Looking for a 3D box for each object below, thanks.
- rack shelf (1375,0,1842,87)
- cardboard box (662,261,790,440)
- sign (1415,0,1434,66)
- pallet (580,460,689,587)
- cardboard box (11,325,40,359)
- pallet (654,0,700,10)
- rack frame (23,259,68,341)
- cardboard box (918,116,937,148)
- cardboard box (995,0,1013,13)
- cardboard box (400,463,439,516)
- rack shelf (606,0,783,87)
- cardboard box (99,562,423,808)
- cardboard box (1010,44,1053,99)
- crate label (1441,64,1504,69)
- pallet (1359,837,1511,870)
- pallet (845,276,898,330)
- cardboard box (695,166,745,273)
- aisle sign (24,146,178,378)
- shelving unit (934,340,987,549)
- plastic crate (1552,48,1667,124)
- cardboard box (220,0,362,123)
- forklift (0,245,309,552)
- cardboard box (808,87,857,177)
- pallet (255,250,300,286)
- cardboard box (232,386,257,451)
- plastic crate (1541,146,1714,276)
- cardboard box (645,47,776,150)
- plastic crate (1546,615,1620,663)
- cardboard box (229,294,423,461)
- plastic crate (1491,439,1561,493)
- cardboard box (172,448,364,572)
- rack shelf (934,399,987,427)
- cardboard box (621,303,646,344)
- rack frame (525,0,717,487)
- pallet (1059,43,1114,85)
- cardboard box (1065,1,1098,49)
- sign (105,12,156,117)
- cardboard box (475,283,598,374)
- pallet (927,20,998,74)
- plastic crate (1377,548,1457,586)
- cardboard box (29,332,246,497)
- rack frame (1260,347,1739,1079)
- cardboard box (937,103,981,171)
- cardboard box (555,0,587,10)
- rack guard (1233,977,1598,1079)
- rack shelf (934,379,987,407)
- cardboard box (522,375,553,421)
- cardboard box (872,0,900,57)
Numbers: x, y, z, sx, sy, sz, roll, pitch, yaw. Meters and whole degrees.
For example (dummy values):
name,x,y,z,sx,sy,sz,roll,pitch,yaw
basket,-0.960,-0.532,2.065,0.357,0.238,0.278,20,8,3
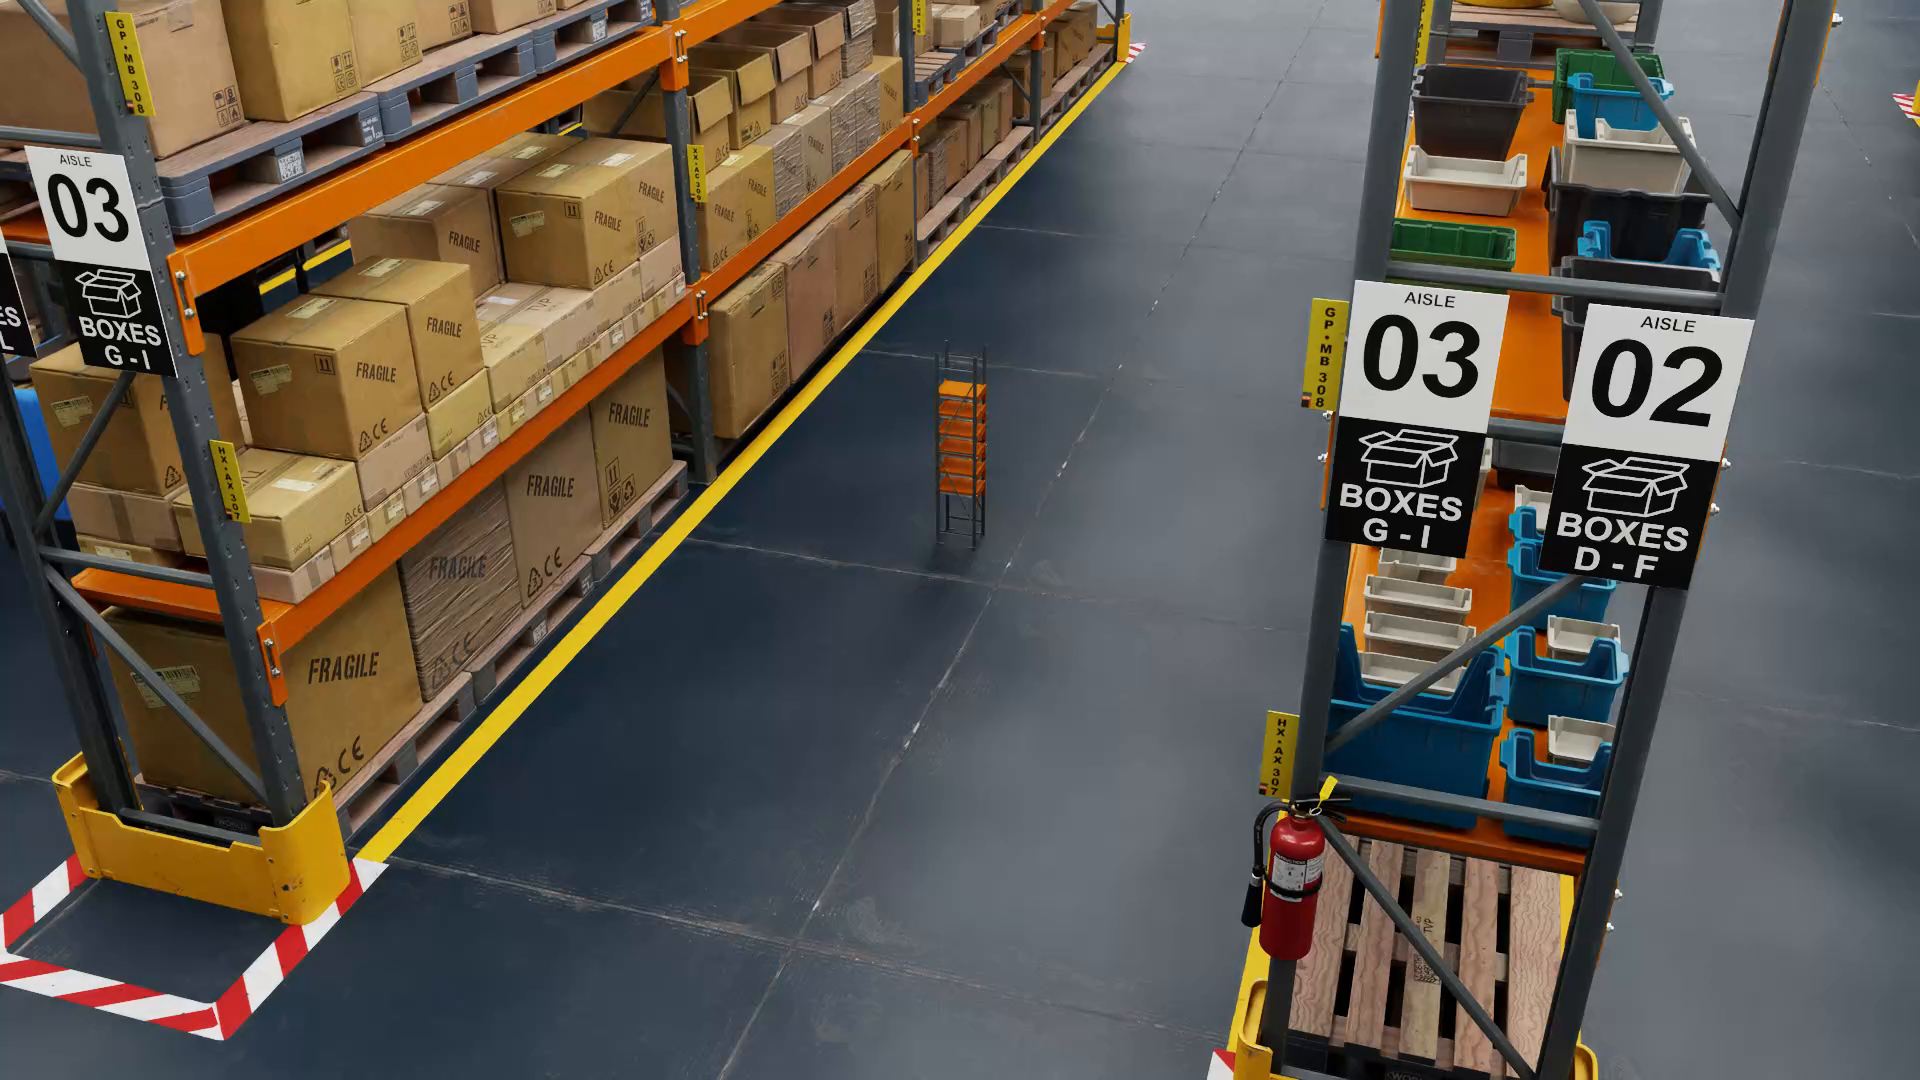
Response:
name,x,y,z,sx,sy,sz,roll,pitch,yaw
rack shelf,2.128,-2.236,5.664,1.077,0.370,4.000,8,30,15
cardboard box,-1.851,-1.295,10.746,1.225,0.875,0.875,9,30,15
sign,2.190,-2.427,7.932,0.100,0.325,0.005,8,30,15
pallet,-2.318,-0.179,9.854,1.003,0.211,1.213,8,30,15
cardboard box,-6.520,-1.370,11.322,0.380,0.149,0.250,9,30,16
pallet,-1.798,-3.400,9.887,0.805,0.209,1.217,7,30,13
rack frame,-6.731,-2.494,11.148,1.000,3.000,0.127,8,30,15
cardboard box,-0.532,-3.590,14.465,0.500,0.250,0.500,12,31,20
cardboard box,-0.038,-5.554,15.599,1.000,1.000,1.000,9,30,15
cardboard box,-2.550,-0.249,7.370,0.380,0.149,0.250,8,30,14
rack shelf,-1.433,-3.665,10.908,1.077,0.370,4.000,8,30,15
cardboard box,-3.082,0.555,7.420,0.875,0.875,0.875,8,30,15
cardboard box,0.645,-4.996,17.785,0.500,0.500,0.500,19,34,30
crate label,2.295,-2.042,7.521,0.293,0.136,0.466,8,30,15
pallet,2.180,1.102,7.552,1.003,0.211,1.213,8,30,15
pallet,-1.149,-2.024,13.172,1.003,0.211,1.213,8,30,15
cardboard box,-1.646,-1.961,10.087,0.500,0.500,0.500,9,30,15
aisle sign,-2.928,-0.940,5.681,0.394,0.787,0.004,8,30,15
shelving unit,0.004,-0.531,9.470,0.258,1.200,0.189,8,30,15
plastic crate,2.880,-2.011,7.412,0.450,0.188,0.662,8,30,15
cardboard box,-2.812,-1.956,6.457,0.700,0.500,0.500,7,30,13
forklift,-4.618,-1.827,10.020,1.130,2.935,3.031,7,30,12
cardboard box,-1.055,-2.905,11.783,0.500,0.500,0.500,8,30,13
pallet,-6.148,-2.207,13.499,1.003,0.211,1.213,8,30,15
cardboard box,-3.156,-0.444,7.311,0.500,0.250,0.500,8,30,14
plastic crate,2.252,-1.128,5.671,0.504,0.338,0.767,8,30,15
cardboard box,-1.628,-2.837,10.629,0.797,0.503,0.637,9,30,15
plastic crate,2.301,0.395,6.164,0.250,0.136,0.298,8,30,15
cardboard box,-2.648,-0.690,6.981,0.500,0.500,0.500,8,30,14
plastic crate,2.643,-0.380,7.569,0.437,0.125,0.590,8,30,15
cardboard box,-2.795,-0.130,6.746,0.500,0.250,0.500,8,30,14
rack shelf,0.004,-0.702,9.375,0.258,0.103,0.180,8,30,15
cardboard box,-1.947,-1.202,9.084,0.380,0.149,0.250,8,30,14
rack frame,-2.020,-1.740,9.792,1.000,3.000,0.127,8,30,15
pallet,1.208,-5.690,19.761,1.003,0.211,1.213,8,30,15
cardboard box,1.303,-6.120,19.804,0.500,0.500,0.500,14,32,24
sign,-2.665,-1.526,5.342,0.100,0.325,0.005,8,30,15
cardboard box,-2.198,-1.083,8.460,0.500,0.250,0.500,9,30,16
pallet,-0.304,-4.440,14.844,1.003,0.211,1.213,8,30,15
plastic crate,1.834,0.104,6.686,0.298,0.136,0.250,8,30,15
cardboard box,-3.302,-0.537,6.706,0.500,0.500,0.500,9,30,15
rack frame,1.541,0.826,5.180,1.000,3.000,0.127,8,30,15
cardboard box,-0.194,-3.796,15.607,0.700,0.500,0.500,6,30,11
cardboard box,-2.192,-2.949,8.242,0.700,0.500,0.500,7,30,12
rack guard,1.546,1.931,5.764,1.175,0.500,0.348,8,30,15
rack shelf,0.004,-0.807,9.317,0.258,0.103,0.180,8,30,15
cardboard box,-2.249,-0.726,8.228,0.380,0.149,0.250,9,30,16
cardboard box,-0.725,-4.082,13.468,0.500,0.500,0.500,5,29,9
